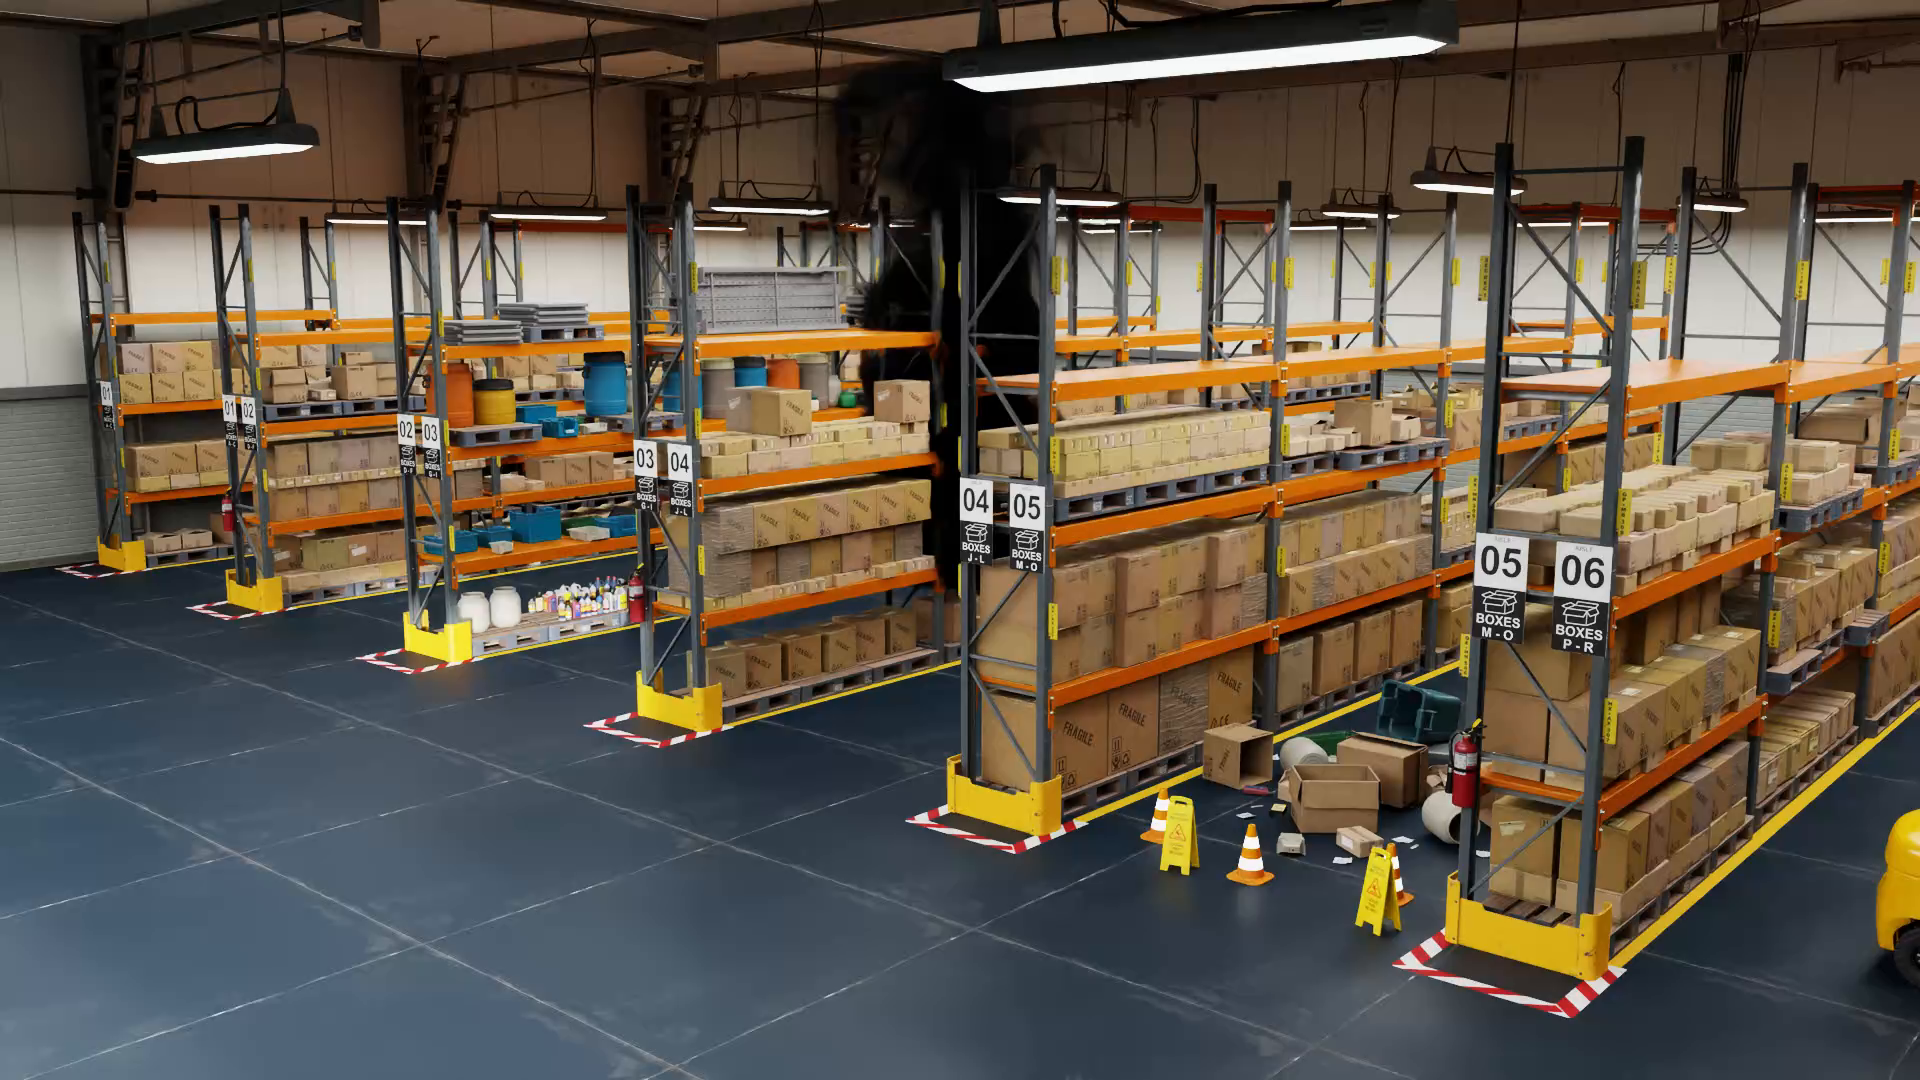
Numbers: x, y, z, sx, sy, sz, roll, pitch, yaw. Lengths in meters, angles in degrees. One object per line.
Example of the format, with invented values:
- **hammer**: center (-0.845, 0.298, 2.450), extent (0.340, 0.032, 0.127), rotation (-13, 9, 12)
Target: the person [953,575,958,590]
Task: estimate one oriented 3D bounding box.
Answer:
- **person**: center (-0.047, -0.036, 24.687), extent (0.654, 1.714, 0.560), rotation (8, 12, 39)
